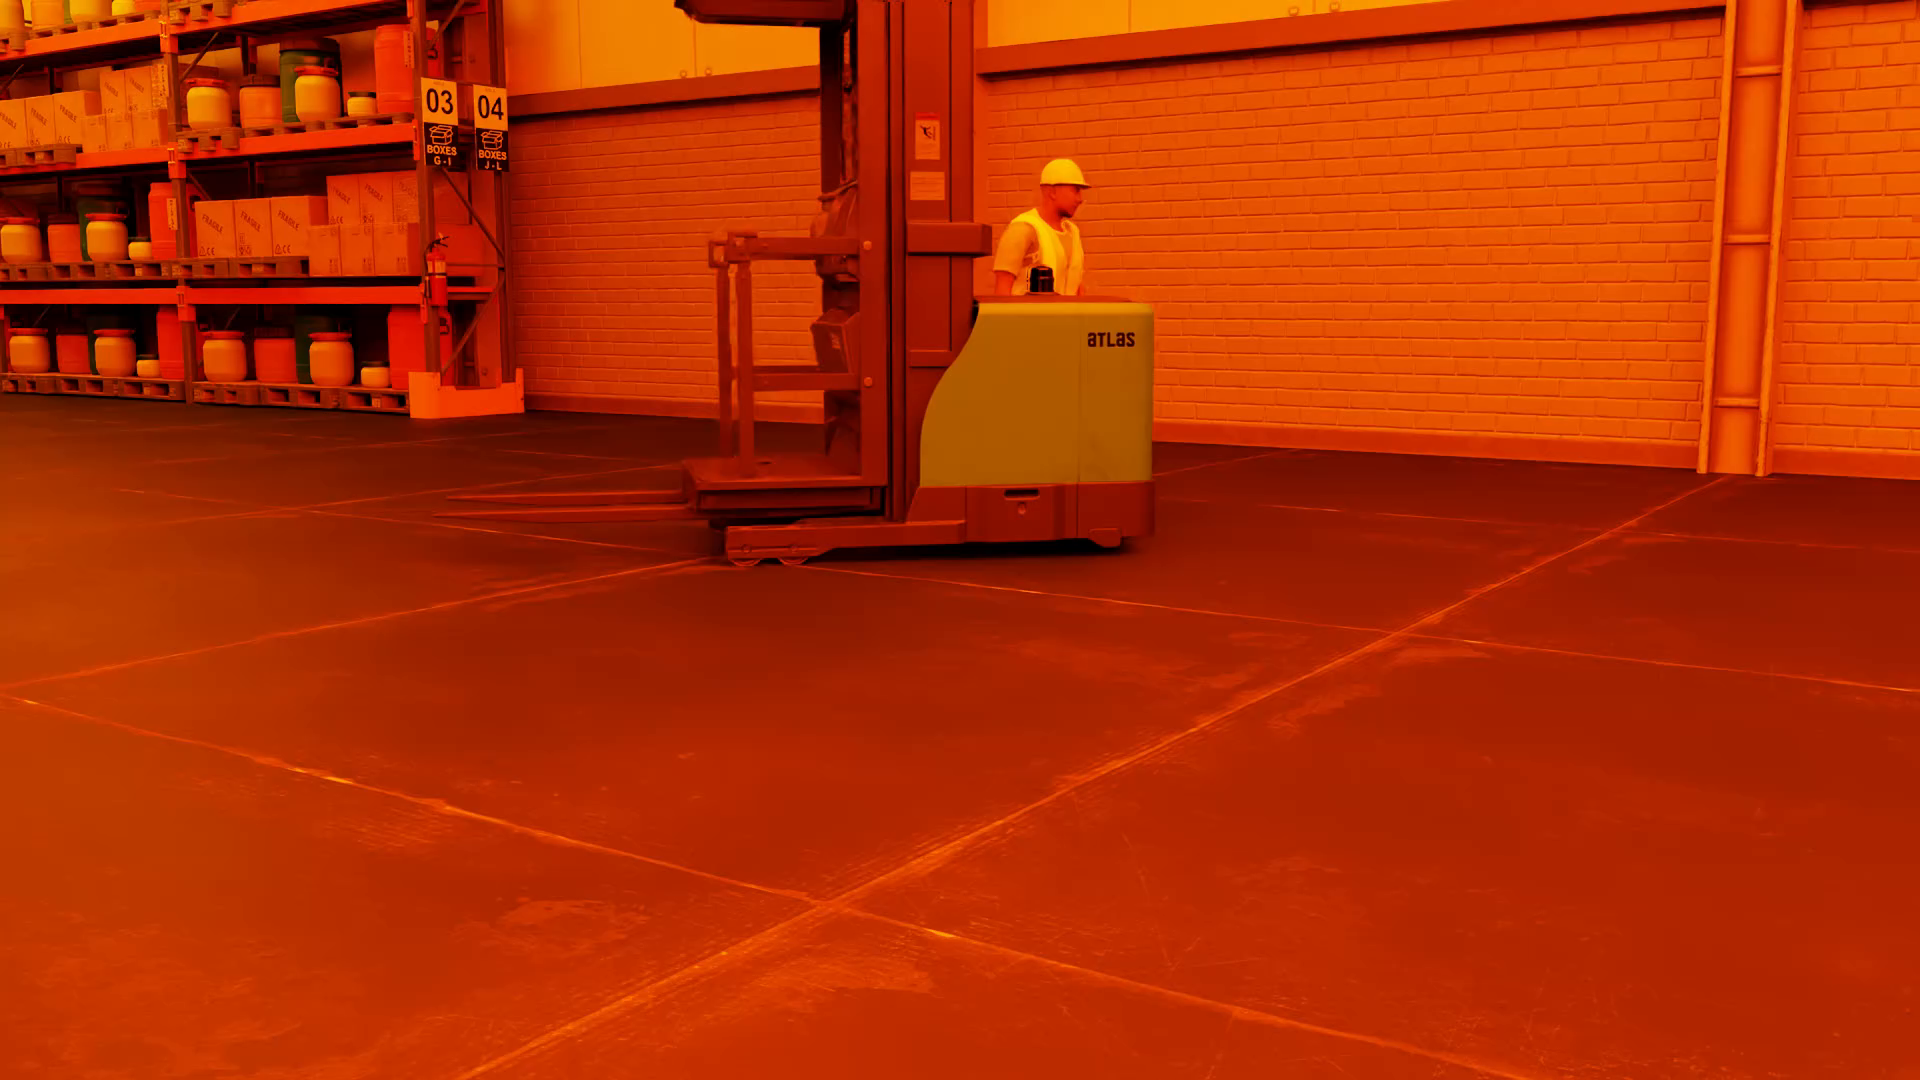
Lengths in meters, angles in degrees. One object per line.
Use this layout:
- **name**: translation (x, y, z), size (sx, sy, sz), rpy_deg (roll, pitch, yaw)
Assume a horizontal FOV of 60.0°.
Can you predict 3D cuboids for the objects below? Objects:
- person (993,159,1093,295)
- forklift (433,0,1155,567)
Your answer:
- **person**: translation (0.475, -1.054, 8.522), size (0.425, 1.751, 0.851), rpy_deg (6, 10, 35)
- **forklift**: translation (-0.722, -1.421, 7.187), size (3.031, 2.935, 1.130), rpy_deg (-2, 8, -13)
